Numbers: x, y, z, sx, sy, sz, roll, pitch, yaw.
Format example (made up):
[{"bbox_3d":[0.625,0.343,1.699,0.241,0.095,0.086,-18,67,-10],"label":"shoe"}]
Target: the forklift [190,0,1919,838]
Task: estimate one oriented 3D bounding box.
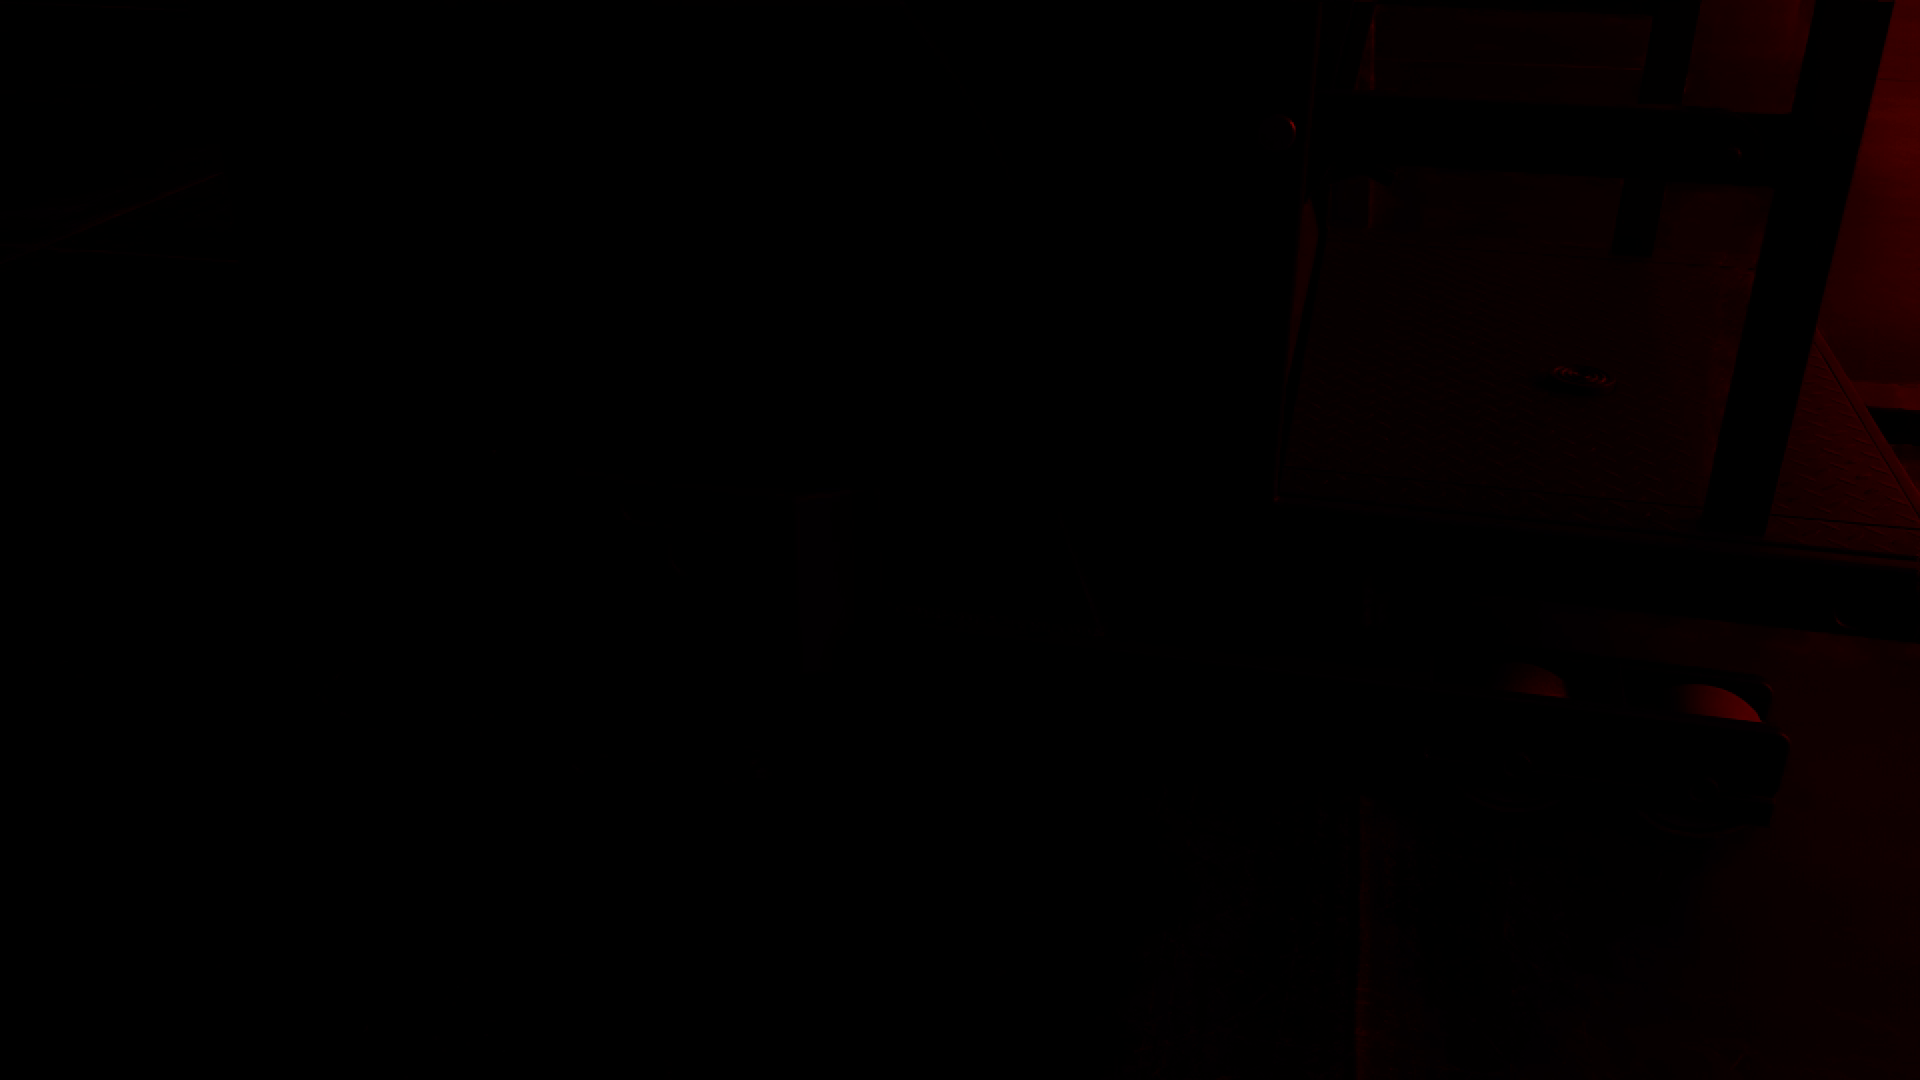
[{"bbox_3d":[0.664,-1.243,1.710,3.031,2.935,1.130,6,27,13],"label":"forklift"}]
